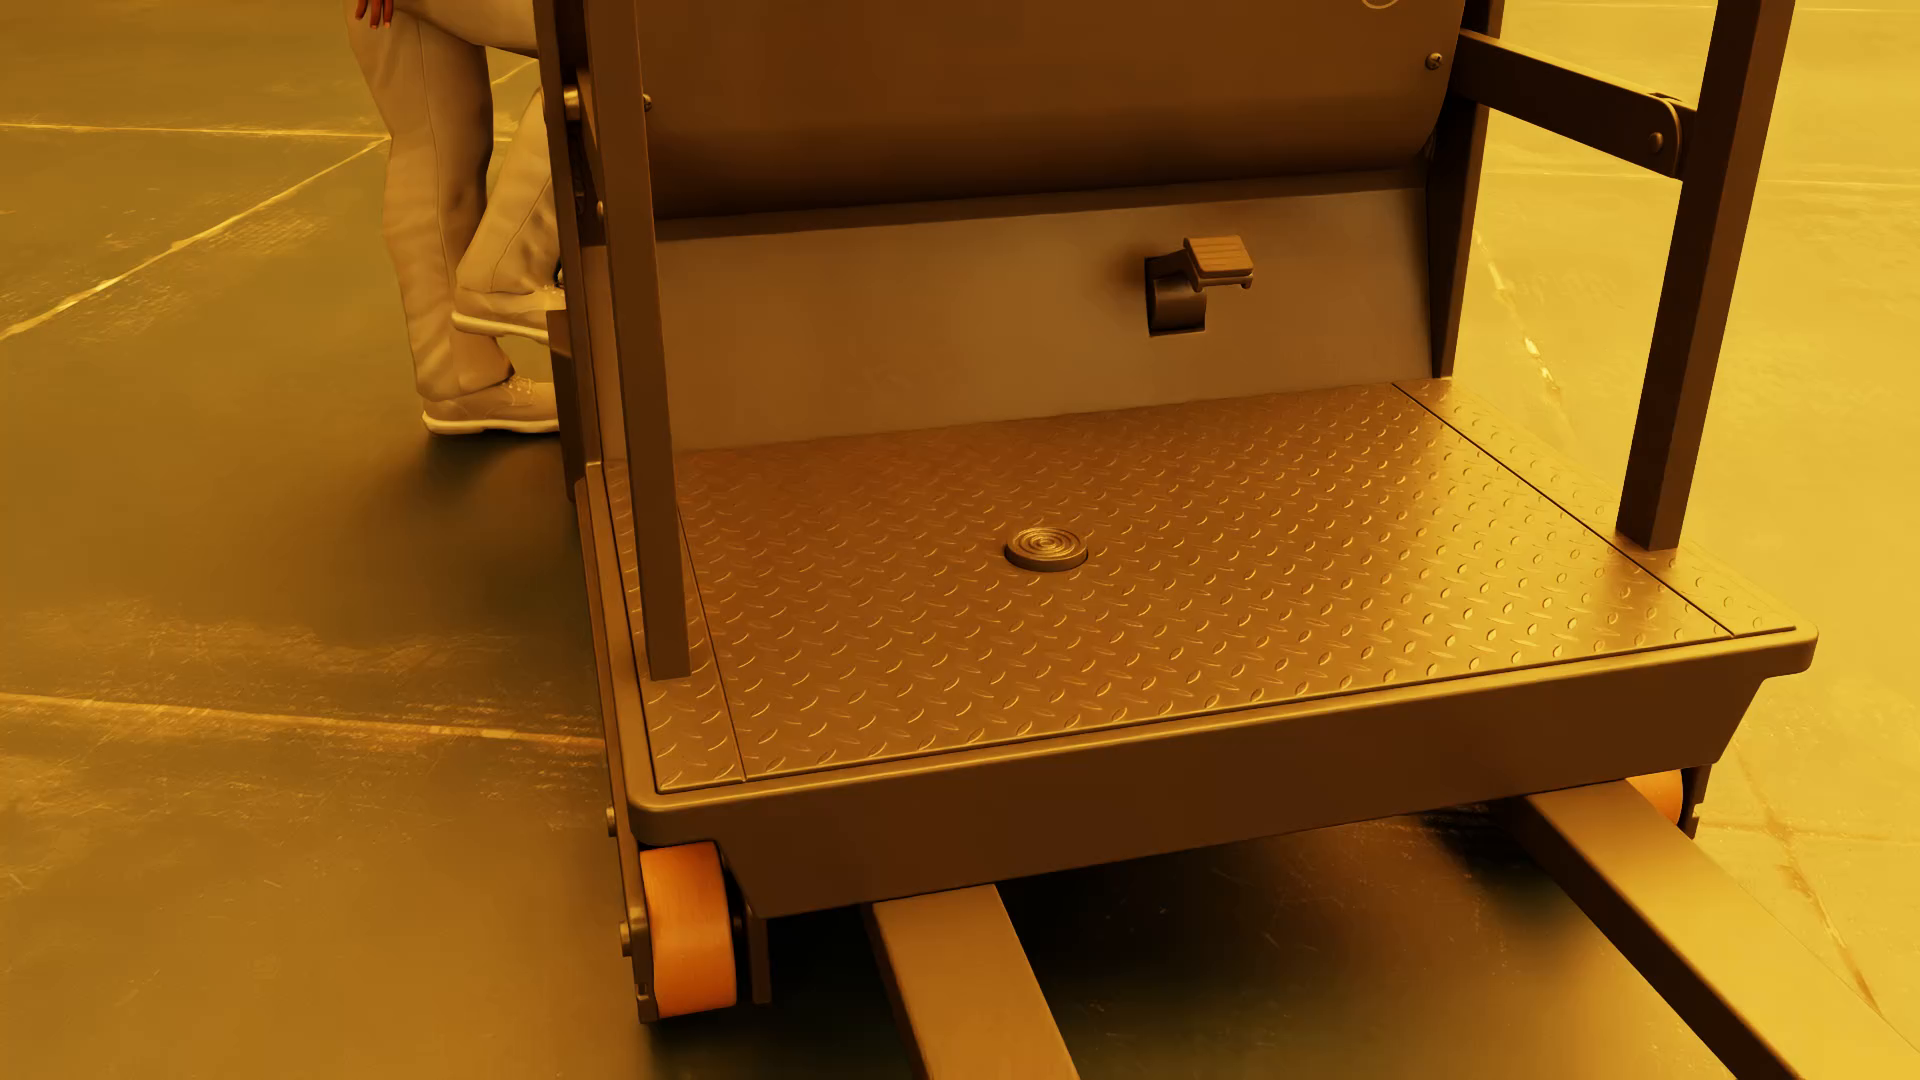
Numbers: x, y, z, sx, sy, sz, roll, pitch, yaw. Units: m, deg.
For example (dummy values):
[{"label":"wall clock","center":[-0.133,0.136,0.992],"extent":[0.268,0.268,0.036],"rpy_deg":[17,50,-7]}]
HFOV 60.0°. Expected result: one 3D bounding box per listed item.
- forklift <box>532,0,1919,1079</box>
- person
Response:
[{"label":"forklift","center":[0.153,-1.049,1.319],"extent":[1.130,2.935,3.031],"rpy_deg":[-7,27,-13]},{"label":"person","center":[-0.729,-0.937,2.475],"extent":[0.567,1.683,0.573],"rpy_deg":[-3,27,-6]}]
